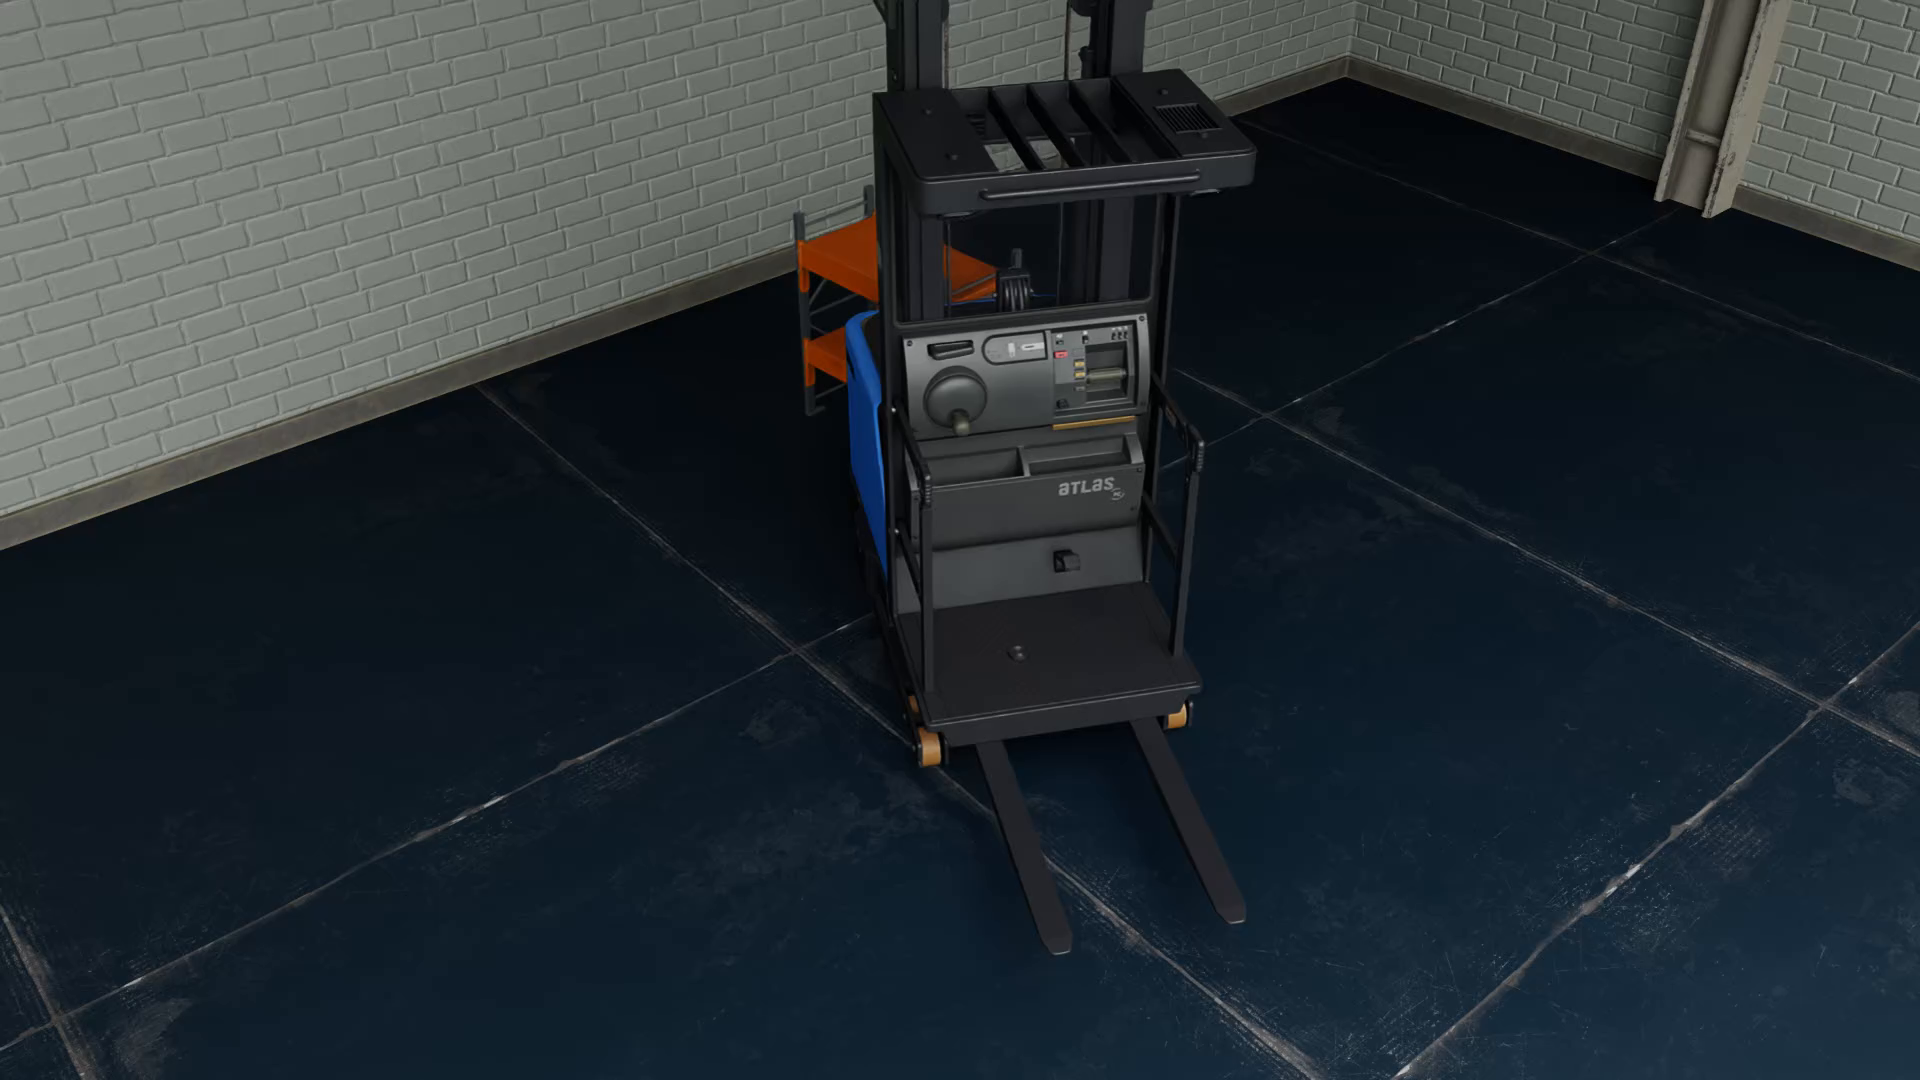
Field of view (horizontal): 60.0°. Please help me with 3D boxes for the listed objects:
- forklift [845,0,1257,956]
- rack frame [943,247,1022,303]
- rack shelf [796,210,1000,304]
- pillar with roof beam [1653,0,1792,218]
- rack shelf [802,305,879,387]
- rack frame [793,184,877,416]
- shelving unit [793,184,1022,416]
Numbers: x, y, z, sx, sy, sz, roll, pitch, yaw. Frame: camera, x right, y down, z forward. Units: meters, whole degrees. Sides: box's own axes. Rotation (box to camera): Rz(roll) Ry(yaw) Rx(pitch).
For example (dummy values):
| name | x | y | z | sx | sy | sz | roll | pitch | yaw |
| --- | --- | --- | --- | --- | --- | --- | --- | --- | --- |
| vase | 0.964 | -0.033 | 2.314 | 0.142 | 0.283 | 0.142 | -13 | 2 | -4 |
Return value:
| name | x | y | z | sx | sy | sz | roll | pitch | yaw |
| --- | --- | --- | --- | --- | --- | --- | --- | --- | --- |
| forklift | 0.301 | -0.551 | 5.992 | 1.130 | 2.935 | 3.031 | -7 | 36 | -10 |
| rack frame | 0.099 | -0.798 | 7.903 | 0.500 | 1.125 | 0.032 | -30 | 45 | -35 |
| rack shelf | -0.260 | -1.245 | 8.028 | 0.538 | 0.278 | 1.000 | -30 | 45 | -35 |
| pillar with roof beam | 1.500 | -4.272 | 5.997 | 9.100 | 9.000 | 0.400 | -26 | 43 | -32 |
| rack shelf | -0.260 | -0.806 | 8.338 | 0.538 | 0.278 | 1.000 | -30 | 45 | -35 |
| rack frame | -0.619 | -1.214 | 8.491 | 0.500 | 1.125 | 0.032 | -30 | 45 | -35 |
| shelving unit | -0.260 | -1.006 | 8.197 | 0.538 | 1.125 | 1.048 | -30 | 45 | -35 |
